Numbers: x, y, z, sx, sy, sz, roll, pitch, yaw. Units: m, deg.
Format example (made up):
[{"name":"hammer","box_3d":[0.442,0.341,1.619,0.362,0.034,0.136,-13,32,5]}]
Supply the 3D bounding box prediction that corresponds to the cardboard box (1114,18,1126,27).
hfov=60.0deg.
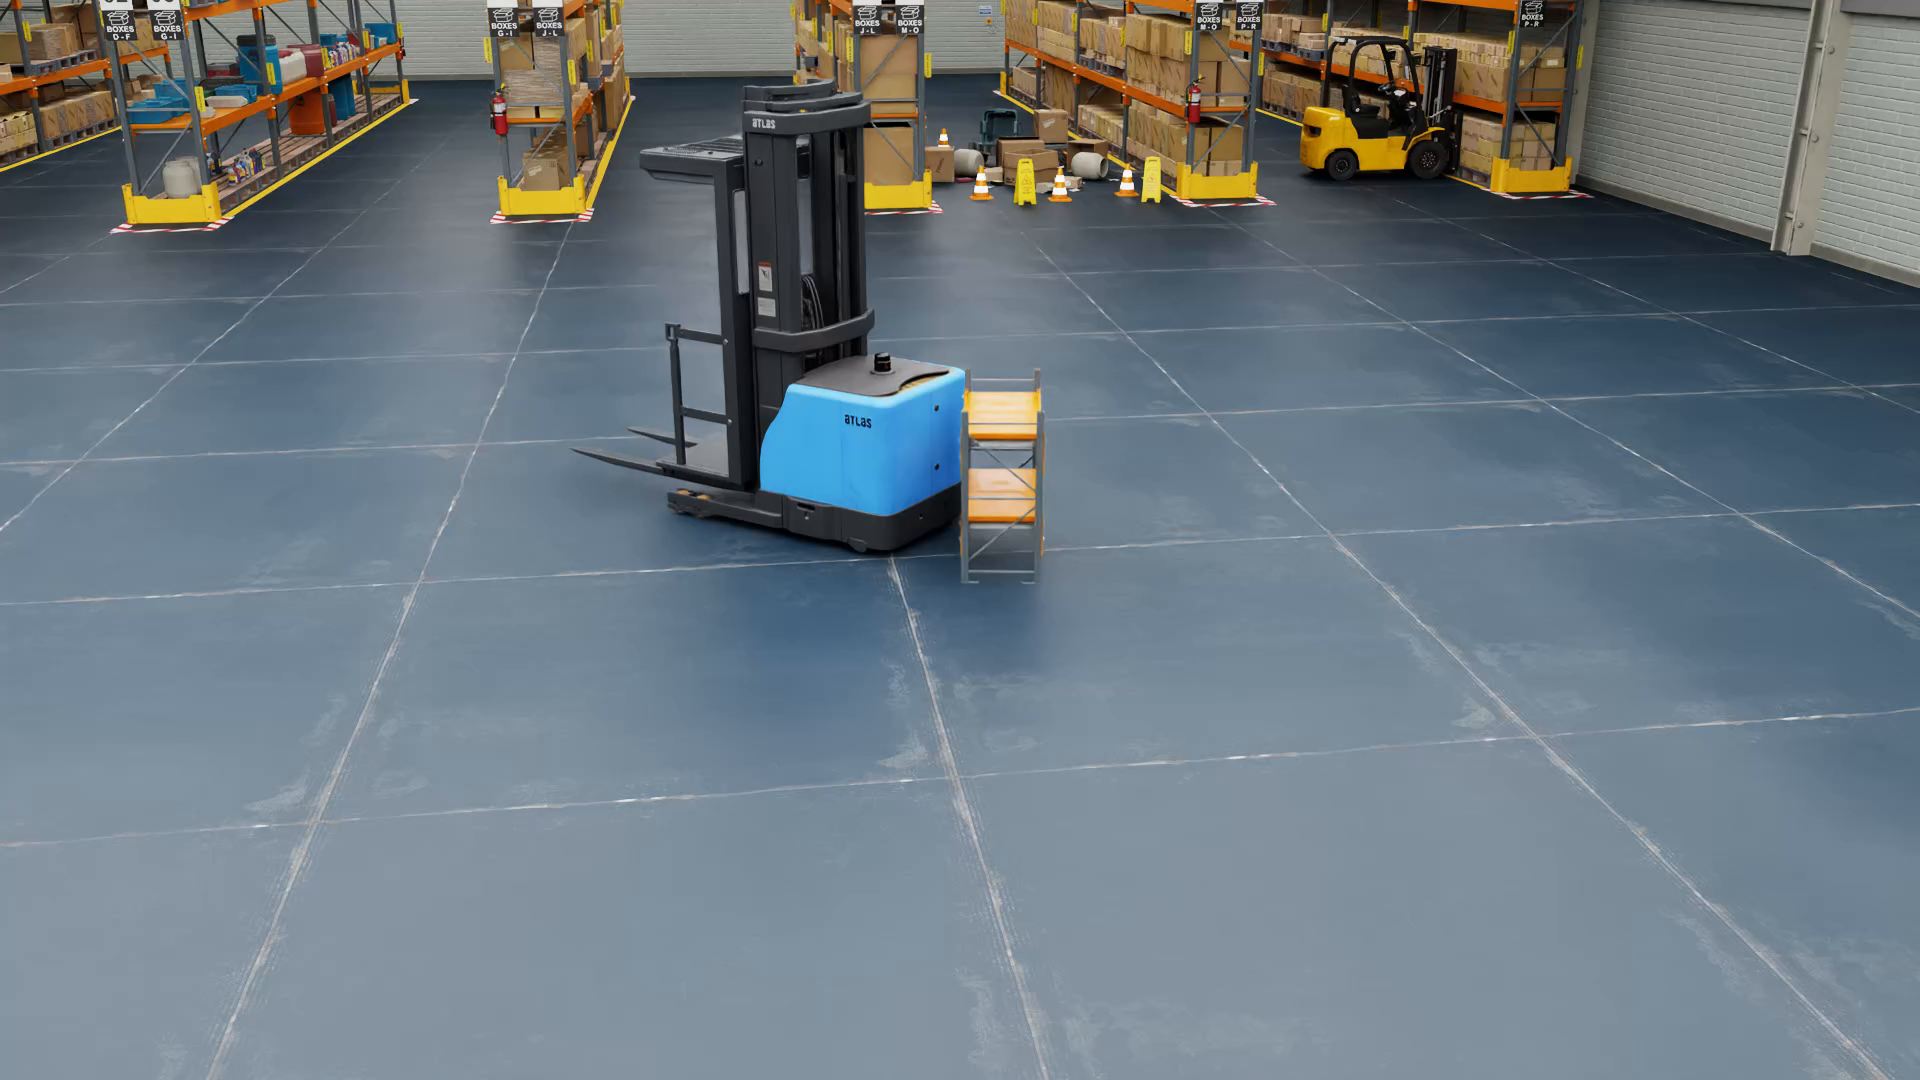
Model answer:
[{"name":"cardboard box","box_3d":[2.896,-9.021,28.987,0.380,0.149,0.250,-4,21,-9]}]

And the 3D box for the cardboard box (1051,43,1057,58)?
[{"name":"cardboard box","box_3d":[2.144,-9.951,33.787,0.500,0.250,0.500,-3,21,-9]}]

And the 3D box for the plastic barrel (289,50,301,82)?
[{"name":"plastic barrel","box_3d":[-11.566,-8.145,28.576,0.421,0.512,0.421,0,20,0]}]

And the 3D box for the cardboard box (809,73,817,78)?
[{"name":"cardboard box","box_3d":[-2.814,-9.357,33.882,0.500,0.250,0.500,-2,21,-6]}]

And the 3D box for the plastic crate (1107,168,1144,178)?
[{"name":"plastic crate","box_3d":[2.713,-5.995,27.154,0.402,0.080,0.583,-11,23,-26]}]

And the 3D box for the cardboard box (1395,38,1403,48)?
[{"name":"cardboard box","box_3d":[7.885,-8.746,29.276,0.380,0.149,0.250,-3,21,-9]}]

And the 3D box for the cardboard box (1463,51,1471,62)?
[{"name":"cardboard box","box_3d":[8.250,-7.714,26.514,0.380,0.149,0.250,-3,21,-7]}]

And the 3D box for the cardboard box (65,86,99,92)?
[{"name":"cardboard box","box_3d":[-17.828,-8.938,33.803,0.500,0.500,0.500,-3,21,-8]}]

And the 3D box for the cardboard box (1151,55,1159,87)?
[{"name":"cardboard box","box_3d":[3.333,-7.447,26.299,0.500,0.500,0.500,-3,21,-7]}]

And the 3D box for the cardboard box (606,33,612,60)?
[{"name":"cardboard box","box_3d":[-7.177,-9.765,32.930,0.500,0.500,0.500,-3,21,-8]}]

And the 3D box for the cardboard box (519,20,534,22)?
[{"name":"cardboard box","box_3d":[-6.621,-7.761,25.712,0.500,0.500,0.500,-3,21,-8]}]

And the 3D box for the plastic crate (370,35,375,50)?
[{"name":"plastic crate","box_3d":[-12.600,-10.479,35.069,0.437,0.282,0.530,-3,21,-8]}]

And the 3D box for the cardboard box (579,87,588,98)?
[{"name":"cardboard box","box_3d":[-6.037,-7.013,26.066,0.380,0.149,0.250,-3,21,-8]}]

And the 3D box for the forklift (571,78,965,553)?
[{"name":"forklift","box_3d":[-1.455,-1.662,11.477,3.031,2.935,1.130,13,24,30]}]

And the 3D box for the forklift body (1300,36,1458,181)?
[{"name":"forklift body","box_3d":[6.708,-6.982,26.835,2.313,2.155,1.214,-3,21,-8]}]

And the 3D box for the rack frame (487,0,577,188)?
[{"name":"rack frame","box_3d":[-5.932,-6.063,23.163,1.000,3.000,0.127,-3,21,-8]}]

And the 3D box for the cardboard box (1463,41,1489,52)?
[{"name":"cardboard box","box_3d":[8.243,-7.855,26.465,0.380,0.149,0.250,-3,21,-7]}]

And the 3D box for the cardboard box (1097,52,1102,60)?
[{"name":"cardboard box","box_3d":[2.717,-8.918,30.564,0.380,0.149,0.250,-2,21,-5]}]

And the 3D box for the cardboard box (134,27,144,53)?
[{"name":"cardboard box","box_3d":[-17.490,-10.483,34.854,0.500,0.500,0.500,-3,21,-9]}]

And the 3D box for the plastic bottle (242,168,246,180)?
[{"name":"plastic bottle","box_3d":[-10.864,-5.540,25.132,0.097,0.201,0.097,0,20,0]}]

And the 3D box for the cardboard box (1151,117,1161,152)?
[{"name":"cardboard box","box_3d":[3.357,-6.443,26.437,0.500,0.500,0.500,-3,21,-9]}]

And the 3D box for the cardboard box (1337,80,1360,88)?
[{"name":"cardboard box","box_3d":[7.854,-9.204,33.617,0.380,0.149,0.250,-2,21,-6]}]

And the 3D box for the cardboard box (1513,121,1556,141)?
[{"name":"cardboard box","box_3d":[8.904,-6.368,25.879,0.500,0.250,0.500,-3,21,-9]}]

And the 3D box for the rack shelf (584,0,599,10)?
[{"name":"rack shelf","box_3d":[-6.797,-9.209,28.326,1.077,0.370,4.000,-3,21,-8]}]

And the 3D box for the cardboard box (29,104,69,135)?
[{"name":"cardboard box","box_3d":[-16.752,-7.723,30.550,0.500,0.500,0.500,-4,21,-10]}]

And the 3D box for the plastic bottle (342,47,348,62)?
[{"name":"plastic bottle","box_3d":[-12.061,-9.489,32.512,0.152,0.276,0.135,-3,21,-8]}]

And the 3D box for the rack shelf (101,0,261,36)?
[{"name":"rack shelf","box_3d":[-11.121,-7.574,23.949,1.077,0.370,4.000,-3,21,-8]}]

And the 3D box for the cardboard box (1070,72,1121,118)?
[{"name":"cardboard box","box_3d":[2.704,-8.778,32.867,0.875,0.875,0.875,-3,21,-8]}]

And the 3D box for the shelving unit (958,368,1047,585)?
[{"name":"shelving unit","box_3d":[0.272,-0.431,10.763,0.538,1.125,1.048,0,20,1]}]

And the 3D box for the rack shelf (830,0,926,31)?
[{"name":"rack shelf","box_3d":[-1.297,-8.039,25.194,1.077,0.370,4.000,-3,21,-8]}]

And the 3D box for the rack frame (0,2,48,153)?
[{"name":"rack frame","box_3d":[-16.888,-8.335,29.245,1.000,3.000,0.127,-3,21,-8]}]

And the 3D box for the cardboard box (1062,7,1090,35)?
[{"name":"cardboard box","box_3d":[2.306,-10.191,32.643,0.500,0.500,0.500,-3,21,-7]}]

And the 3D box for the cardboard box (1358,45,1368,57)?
[{"name":"cardboard box","box_3d":[7.682,-9.051,30.664,0.500,0.250,0.500,-3,21,-7]}]

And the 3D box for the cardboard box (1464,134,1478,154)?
[{"name":"cardboard box","box_3d":[8.345,-6.285,26.371,0.500,0.250,0.500,-3,21,-8]}]

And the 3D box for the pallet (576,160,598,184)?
[{"name":"pallet","box_3d":[-6.376,-5.911,26.741,1.003,0.211,1.213,-3,21,-8]}]

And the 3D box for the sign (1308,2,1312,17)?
[{"name":"sign","box_3d":[7.605,-11.541,36.175,0.100,0.325,0.005,-3,21,-8]}]

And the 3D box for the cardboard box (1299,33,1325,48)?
[{"name":"cardboard box","box_3d":[7.161,-10.060,33.478,0.500,0.250,0.500,-4,21,-10]}]

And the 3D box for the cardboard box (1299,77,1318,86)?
[{"name":"cardboard box","box_3d":[7.217,-9.439,34.246,0.380,0.149,0.250,-3,21,-9]}]

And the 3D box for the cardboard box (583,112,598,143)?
[{"name":"cardboard box","box_3d":[-6.787,-7.250,29.284,0.700,0.500,0.500,-1,21,-3]}]

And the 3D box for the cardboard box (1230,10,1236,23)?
[{"name":"cardboard box","box_3d":[6.495,-12.085,38.003,0.500,0.500,0.500,-2,21,-6]}]

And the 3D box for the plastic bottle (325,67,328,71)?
[{"name":"plastic bottle","box_3d":[-11.731,-8.811,30.686,0.061,0.283,0.133,-3,21,-8]}]

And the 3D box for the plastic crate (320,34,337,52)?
[{"name":"plastic crate","box_3d":[-12.967,-10.133,33.997,0.392,0.384,0.575,-3,21,-8]}]

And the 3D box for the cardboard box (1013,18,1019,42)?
[{"name":"cardboard box","box_3d":[1.510,-11.618,37.893,0.500,0.500,0.500,-3,21,-8]}]

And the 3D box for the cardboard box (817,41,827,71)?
[{"name":"cardboard box","box_3d":[-2.365,-8.926,30.685,0.500,0.500,0.500,-3,21,-7]}]

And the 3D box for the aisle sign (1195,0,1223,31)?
[{"name":"aisle sign","box_3d":[3.597,-7.745,23.950,0.394,0.787,0.004,-3,21,-8]}]

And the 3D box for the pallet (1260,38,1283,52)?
[{"name":"pallet","box_3d":[7.064,-10.597,35.577,1.003,0.211,1.213,-3,21,-8]}]

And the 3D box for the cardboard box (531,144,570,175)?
[{"name":"cardboard box","box_3d":[-6.197,-5.729,25.241,0.500,0.500,0.500,-1,21,-3]}]

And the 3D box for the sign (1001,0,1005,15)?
[{"name":"sign","box_3d":[1.018,-12.520,39.099,0.100,0.325,0.005,-3,21,-8]}]

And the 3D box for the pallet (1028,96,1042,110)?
[{"name":"pallet","box_3d":[2.113,-9.679,36.829,1.003,0.211,1.213,-3,21,-8]}]

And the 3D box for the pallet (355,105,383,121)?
[{"name":"pallet","box_3d":[-12.707,-8.915,34.783,1.003,0.211,1.213,-3,21,-8]}]

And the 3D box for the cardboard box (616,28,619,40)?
[{"name":"cardboard box","box_3d":[-7.680,-10.986,36.132,0.500,0.250,0.500,-3,21,-8]}]
